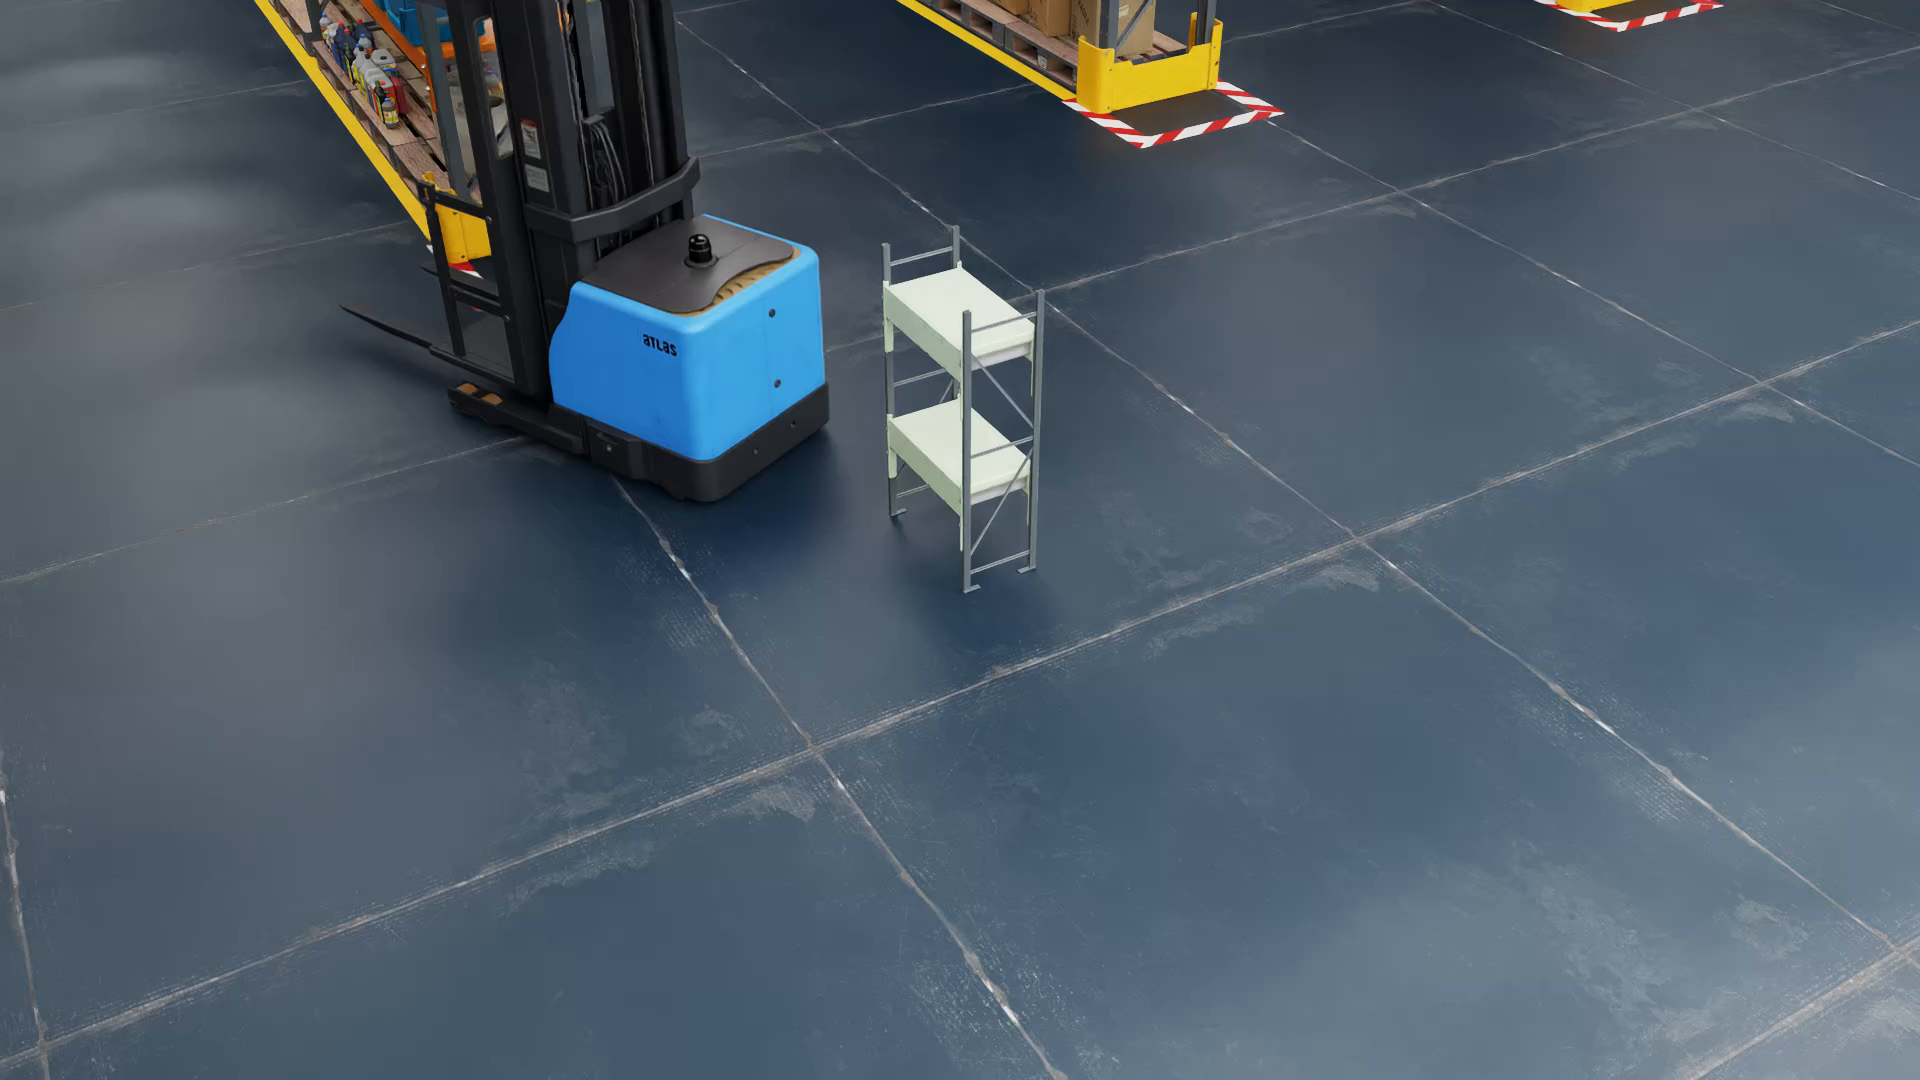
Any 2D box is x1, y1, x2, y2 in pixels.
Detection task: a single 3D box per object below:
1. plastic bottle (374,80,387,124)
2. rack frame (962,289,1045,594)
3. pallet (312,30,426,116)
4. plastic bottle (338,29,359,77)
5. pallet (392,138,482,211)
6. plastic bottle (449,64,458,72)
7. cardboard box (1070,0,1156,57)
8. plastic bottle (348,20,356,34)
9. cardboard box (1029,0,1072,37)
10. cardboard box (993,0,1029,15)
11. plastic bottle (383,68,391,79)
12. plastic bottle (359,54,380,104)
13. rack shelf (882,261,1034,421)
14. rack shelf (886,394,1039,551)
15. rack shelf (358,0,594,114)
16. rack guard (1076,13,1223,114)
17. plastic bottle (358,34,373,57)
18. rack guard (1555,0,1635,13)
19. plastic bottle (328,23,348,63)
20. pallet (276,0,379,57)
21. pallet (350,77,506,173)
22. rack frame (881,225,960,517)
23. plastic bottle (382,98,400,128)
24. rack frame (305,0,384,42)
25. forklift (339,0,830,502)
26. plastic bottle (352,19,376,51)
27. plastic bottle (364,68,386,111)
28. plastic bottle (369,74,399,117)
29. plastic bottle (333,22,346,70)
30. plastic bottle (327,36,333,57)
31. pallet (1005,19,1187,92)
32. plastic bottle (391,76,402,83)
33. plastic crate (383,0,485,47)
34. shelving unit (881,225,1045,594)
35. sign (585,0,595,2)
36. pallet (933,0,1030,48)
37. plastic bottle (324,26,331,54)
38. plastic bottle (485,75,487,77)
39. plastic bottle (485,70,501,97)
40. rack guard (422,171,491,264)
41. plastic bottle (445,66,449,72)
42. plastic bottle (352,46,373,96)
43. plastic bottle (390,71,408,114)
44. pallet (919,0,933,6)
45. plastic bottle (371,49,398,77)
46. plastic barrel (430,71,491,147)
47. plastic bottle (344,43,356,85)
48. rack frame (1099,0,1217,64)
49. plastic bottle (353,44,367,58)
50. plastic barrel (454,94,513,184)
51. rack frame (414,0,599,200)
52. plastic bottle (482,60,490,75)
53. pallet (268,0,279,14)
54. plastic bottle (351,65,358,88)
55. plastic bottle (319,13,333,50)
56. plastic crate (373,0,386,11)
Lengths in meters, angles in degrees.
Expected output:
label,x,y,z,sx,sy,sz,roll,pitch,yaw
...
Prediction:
label,x,y,z,sx,sy,sz,roll,pitch,yaw
plastic bottle,-4.152,-3.147,11.946,0.061,0.283,0.133,-18,40,-23
rack frame,0.187,-0.416,7.547,0.400,1.500,0.023,-19,40,-24
pallet,-4.484,-3.765,13.226,1.003,0.211,1.213,-19,40,-24
plastic bottle,-4.644,-3.723,12.677,0.144,0.351,0.185,-21,41,-26
pallet,-3.258,-2.520,11.522,1.003,0.211,1.213,-19,40,-24
plastic bottle,-3.876,-3.734,12.755,0.152,0.276,0.135,-18,40,-23
cardboard box,1.207,-4.157,13.162,0.500,0.500,0.500,-12,38,-16
plastic bottle,-4.727,-3.909,12.989,0.061,0.283,0.133,-19,40,-24
cardboard box,0.877,-4.452,13.565,0.500,0.500,0.500,-9,37,-12
cardboard box,0.579,-4.777,14.010,0.500,0.500,0.500,-15,39,-20
plastic bottle,-4.254,-3.409,12.374,0.097,0.201,0.097,0,36,0
plastic bottle,-4.337,-3.411,12.250,0.144,0.351,0.185,-17,40,-22
rack shelf,0.003,-0.917,7.573,0.431,0.370,0.720,-19,40,-24
rack shelf,0.003,-0.339,7.995,0.431,0.370,0.720,-19,40,-24
rack shelf,-3.781,-3.935,11.705,1.077,0.370,4.000,-19,40,-24
rack guard,1.468,-3.703,12.896,1.175,0.500,0.348,-19,40,-24
plastic bottle,-4.561,-3.749,12.780,0.097,0.271,0.097,0,36,0
rack guard,5.858,-5.070,14.768,1.175,0.500,0.348,-19,40,-24
plastic bottle,-4.818,-3.874,12.948,0.152,0.276,0.135,-17,40,-22
pallet,-5.214,-4.509,14.244,1.003,0.211,1.213,-19,40,-24
pallet,-3.867,-3.142,12.373,1.003,0.211,1.213,-19,40,-24
rack frame,-0.181,-0.789,8.059,0.400,1.500,0.023,-19,40,-24
plastic bottle,-4.078,-3.060,11.896,0.097,0.201,0.097,0,36,0
rack frame,-4.785,-5.246,12.889,1.000,3.000,0.127,-19,40,-24
forklift,-2.211,-2.051,8.573,3.031,2.935,1.130,22,41,27
plastic bottle,-4.614,-3.862,12.867,0.144,0.351,0.185,-19,40,-24
plastic bottle,-4.250,-3.298,12.158,0.152,0.276,0.135,-20,41,-25
plastic bottle,-4.181,-3.227,12.061,0.152,0.276,0.135,-19,40,-24
plastic bottle,-4.739,-3.819,12.809,0.144,0.351,0.185,-18,40,-23
plastic bottle,-4.902,-3.897,13.042,0.097,0.201,0.097,0,36,0
pallet,1.091,-4.011,13.563,1.003,0.211,1.213,-19,40,-24
plastic bottle,-4.152,-3.314,12.244,0.097,0.201,0.097,0,36,0
plastic crate,-3.286,-3.312,10.368,0.499,0.251,0.616,-19,40,-24
shelving unit,0.003,-0.602,7.803,0.431,1.500,0.755,-19,40,-24
sign,-2.298,-3.478,10.235,0.100,0.325,0.005,-19,40,-24
pallet,0.482,-4.632,14.414,1.003,0.211,1.213,-19,40,-24
plastic bottle,-4.953,-3.949,13.113,0.097,0.201,0.097,0,36,0
plastic bottle,-3.469,-3.323,12.256,0.097,0.201,0.097,0,36,0
plastic bottle,-3.417,-3.299,12.163,0.097,0.271,0.097,0,36,0
rack guard,-2.855,-2.221,10.867,1.175,0.500,0.348,-19,40,-24
plastic bottle,-3.968,-3.705,12.710,0.061,0.283,0.133,-19,40,-24
plastic bottle,-4.430,-3.506,12.380,0.144,0.351,0.185,-19,40,-24
plastic bottle,-4.089,-3.262,12.103,0.061,0.283,0.133,-19,40,-24
pallet,-0.135,-5.255,15.266,1.003,0.211,1.213,-19,40,-24
plastic bottle,-4.315,-3.533,12.480,0.152,0.276,0.135,-19,40,-24
plastic barrel,-3.424,-2.939,11.485,0.421,0.512,0.421,0,36,0
plastic bottle,-4.597,-3.599,12.564,0.061,0.283,0.133,-17,39,-22
rack frame,1.507,-4.674,12.106,1.000,3.000,0.127,-19,40,-24
plastic bottle,-4.538,-3.627,12.613,0.097,0.271,0.097,0,36,0
plastic barrel,-3.173,-2.684,11.135,0.421,0.512,0.421,0,36,0
rack frame,-2.776,-3.206,10.096,1.000,3.000,0.127,-19,40,-24
plastic bottle,-3.515,-3.424,12.325,0.061,0.283,0.133,-18,40,-23
pallet,-5.831,-5.131,15.097,1.003,0.211,1.213,-19,40,-24
plastic bottle,-4.522,-3.511,12.514,0.097,0.201,0.097,0,36,0
plastic bottle,-5.004,-4.029,13.164,0.097,0.271,0.097,0,36,0
plastic crate,-3.607,-3.645,10.824,0.499,0.251,0.408,-19,40,-24
